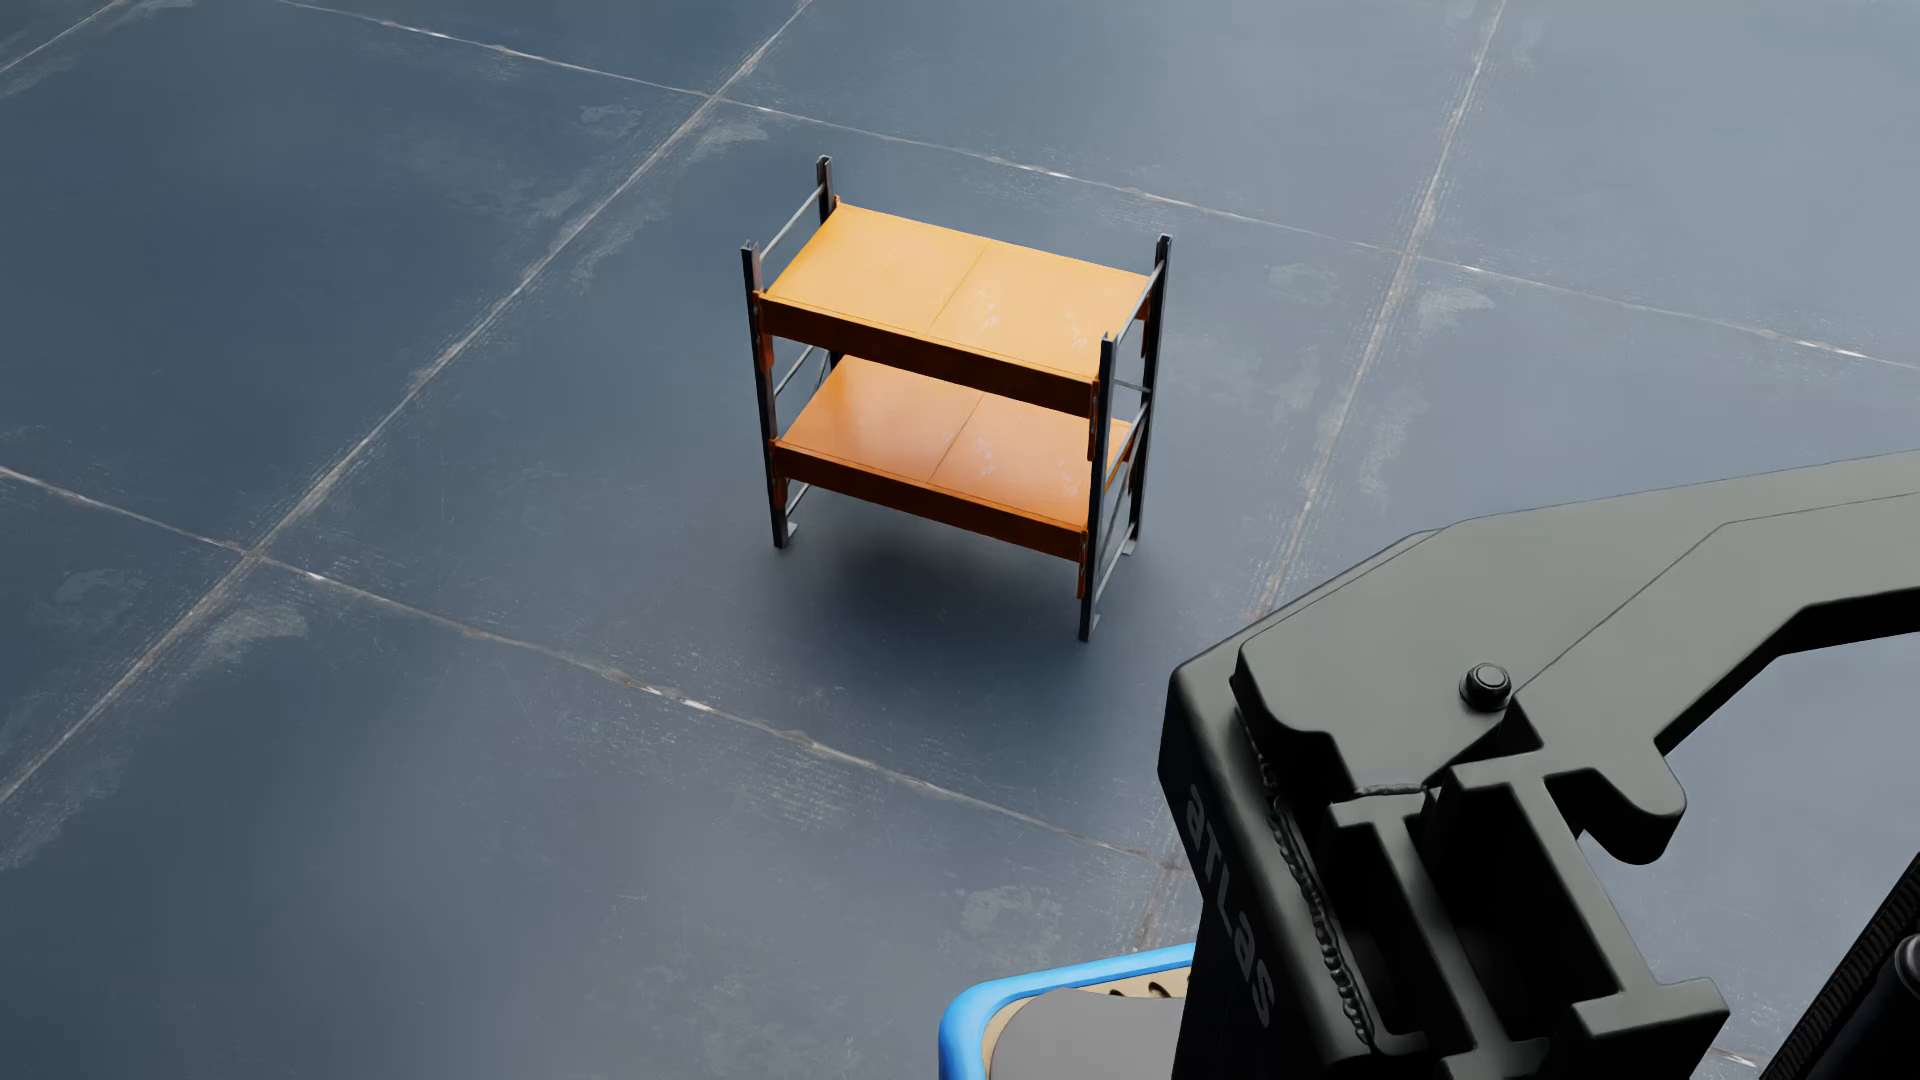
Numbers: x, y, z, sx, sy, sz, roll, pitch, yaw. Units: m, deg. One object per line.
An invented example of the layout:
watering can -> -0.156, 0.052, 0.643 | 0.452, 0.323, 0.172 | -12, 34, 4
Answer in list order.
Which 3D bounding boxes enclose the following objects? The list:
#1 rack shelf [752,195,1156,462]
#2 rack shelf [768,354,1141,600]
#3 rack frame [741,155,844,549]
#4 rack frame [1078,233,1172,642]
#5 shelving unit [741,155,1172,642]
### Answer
rack shelf -> -0.006, -0.608, 4.649 | 1.000, 0.278, 0.538 | 16, 47, 16
rack shelf -> -0.006, -0.227, 5.028 | 1.000, 0.278, 0.538 | 16, 47, 16
rack frame -> -0.475, -0.539, 4.994 | 0.032, 1.125, 0.500 | 16, 47, 16
rack frame -> 0.463, -0.263, 4.716 | 0.032, 1.125, 0.500 | 16, 47, 16
shelving unit -> -0.006, -0.401, 4.855 | 1.048, 1.125, 0.538 | 16, 47, 16
